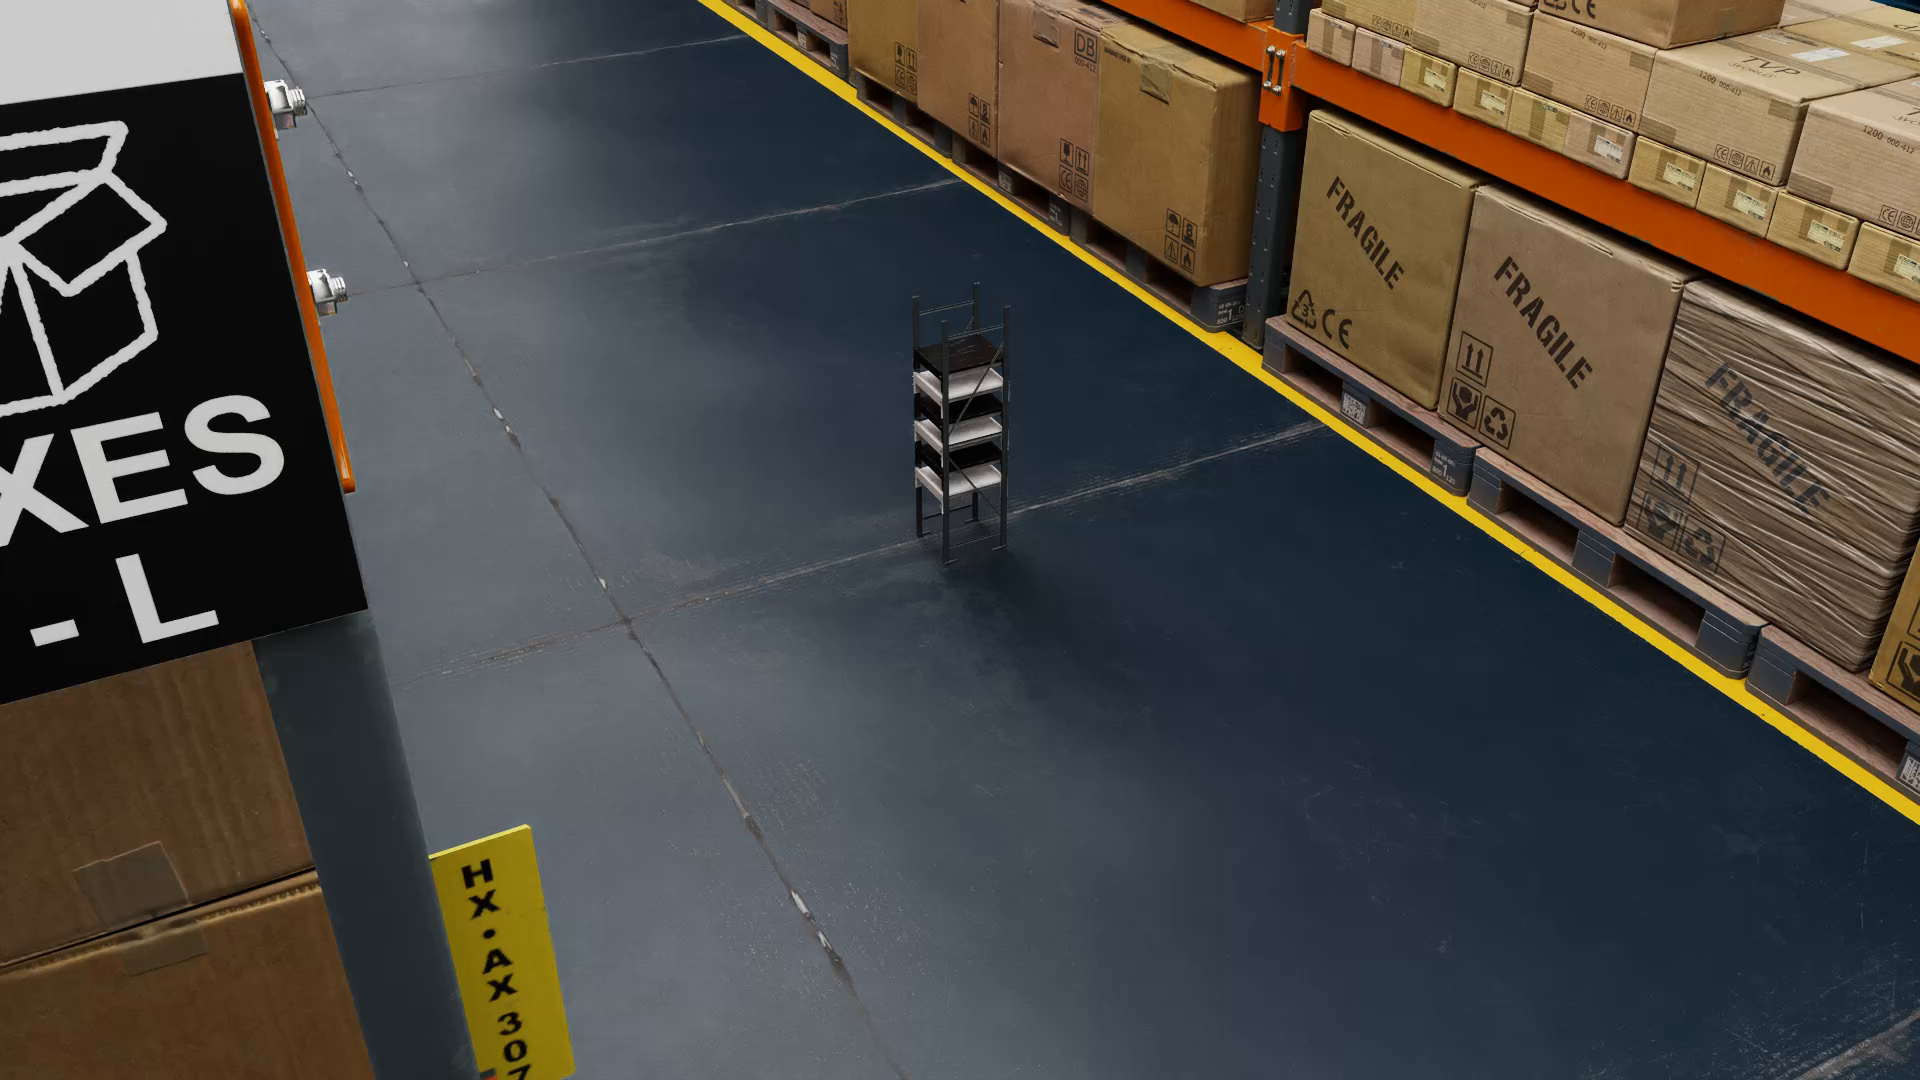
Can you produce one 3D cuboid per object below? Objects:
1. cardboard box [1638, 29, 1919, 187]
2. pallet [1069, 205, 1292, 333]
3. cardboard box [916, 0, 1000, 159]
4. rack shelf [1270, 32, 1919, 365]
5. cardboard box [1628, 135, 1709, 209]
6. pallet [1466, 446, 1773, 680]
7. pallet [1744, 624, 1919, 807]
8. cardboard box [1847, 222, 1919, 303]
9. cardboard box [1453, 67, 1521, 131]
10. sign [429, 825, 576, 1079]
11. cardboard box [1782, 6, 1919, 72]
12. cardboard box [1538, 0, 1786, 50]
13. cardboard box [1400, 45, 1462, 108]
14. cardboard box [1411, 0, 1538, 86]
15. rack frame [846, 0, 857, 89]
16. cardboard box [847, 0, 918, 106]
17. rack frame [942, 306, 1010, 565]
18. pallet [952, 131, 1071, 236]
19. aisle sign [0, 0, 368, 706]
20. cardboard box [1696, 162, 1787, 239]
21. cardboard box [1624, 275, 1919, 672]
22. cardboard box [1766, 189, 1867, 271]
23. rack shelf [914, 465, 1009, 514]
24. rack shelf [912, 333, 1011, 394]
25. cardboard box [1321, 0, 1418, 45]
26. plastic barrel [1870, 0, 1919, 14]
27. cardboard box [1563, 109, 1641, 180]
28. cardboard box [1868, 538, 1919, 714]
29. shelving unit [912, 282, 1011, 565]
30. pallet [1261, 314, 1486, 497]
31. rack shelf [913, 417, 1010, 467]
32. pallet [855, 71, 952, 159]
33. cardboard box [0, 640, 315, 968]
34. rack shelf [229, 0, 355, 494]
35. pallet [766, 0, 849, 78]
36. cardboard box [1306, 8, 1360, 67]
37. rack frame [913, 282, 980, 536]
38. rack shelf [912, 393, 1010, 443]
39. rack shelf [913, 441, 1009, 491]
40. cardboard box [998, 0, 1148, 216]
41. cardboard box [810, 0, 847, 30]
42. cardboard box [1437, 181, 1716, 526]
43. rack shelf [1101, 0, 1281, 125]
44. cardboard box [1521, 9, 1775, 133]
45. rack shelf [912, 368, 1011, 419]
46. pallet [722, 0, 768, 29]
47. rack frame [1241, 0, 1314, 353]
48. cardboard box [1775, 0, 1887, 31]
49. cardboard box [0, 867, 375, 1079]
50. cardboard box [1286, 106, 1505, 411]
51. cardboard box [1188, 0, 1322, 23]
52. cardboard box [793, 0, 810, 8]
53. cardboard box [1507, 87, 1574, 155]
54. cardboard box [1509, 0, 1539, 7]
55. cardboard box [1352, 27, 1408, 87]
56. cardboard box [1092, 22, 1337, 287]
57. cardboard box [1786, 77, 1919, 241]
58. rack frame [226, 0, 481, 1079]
[{"bbox_3d":[2.349,-1.256,4.793,0.500,0.250,0.500,-16,36,-23],"label":"cardboard box"},{"bbox_3d":[1.238,-1.381,7.709,1.003,0.211,1.213,-16,36,-23],"label":"pallet"},{"bbox_3d":[0.512,-2.635,8.662,1.225,0.875,0.875,-16,36,-23],"label":"cardboard box"},{"bbox_3d":[2.597,-0.948,5.116,1.077,0.370,4.000,-16,36,-23],"label":"rack shelf"},{"bbox_3d":[2.237,-1.131,4.968,0.380,0.149,0.250,-17,36,-24],"label":"cardboard box"},{"bbox_3d":[2.523,-0.066,5.657,1.003,0.211,1.213,-16,36,-23],"label":"pallet"},{"bbox_3d":[3.088,0.516,4.749,1.003,0.211,1.213,-16,36,-23],"label":"pallet"},{"bbox_3d":[2.595,-0.765,4.396,0.380,0.149,0.250,-17,36,-24],"label":"cardboard box"},{"bbox_3d":[1.879,-1.499,5.542,0.380,0.149,0.250,-17,36,-24],"label":"cardboard box"},{"bbox_3d":[-0.425,0.402,1.540,0.100,0.325,0.005,-16,36,-23],"label":"sign"},{"bbox_3d":[2.818,-1.390,5.003,0.500,0.250,0.500,-17,36,-24],"label":"cardboard box"},{"bbox_3d":[2.131,-1.806,4.957,0.500,0.500,0.500,-17,36,-25],"label":"cardboard box"},{"bbox_3d":[1.754,-1.624,5.737,0.380,0.149,0.250,-15,35,-22],"label":"cardboard box"},{"bbox_3d":[1.880,-1.739,5.547,0.500,0.250,0.500,-16,36,-23],"label":"cardboard box"},{"bbox_3d":[-0.200,-4.114,9.391,1.000,3.000,0.127,-16,36,-23],"label":"rack frame"},{"bbox_3d":[0.103,-3.062,9.329,1.225,0.875,0.875,-18,37,-25],"label":"cardboard box"},{"bbox_3d":[0.051,-0.327,5.425,0.240,0.900,0.006,-16,36,-23],"label":"rack frame"},{"bbox_3d":[0.666,-1.964,8.619,1.003,0.211,1.213,-16,36,-23],"label":"pallet"},{"bbox_3d":[-0.606,-0.232,0.922,0.394,0.787,0.004,-16,36,-23],"label":"aisle sign"},{"bbox_3d":[2.360,-1.007,4.775,0.380,0.149,0.250,-15,36,-22],"label":"cardboard box"},{"bbox_3d":[2.736,-0.298,5.015,0.875,0.875,0.875,-16,36,-23],"label":"cardboard box"},{"bbox_3d":[2.474,-0.889,4.589,0.380,0.149,0.250,-16,36,-23],"label":"cardboard box"},{"bbox_3d":[0.004,-0.195,5.616,0.258,0.077,0.200,-16,36,-23],"label":"rack shelf"},{"bbox_3d":[0.004,-0.574,5.374,0.258,0.077,0.200,-16,36,-23],"label":"rack shelf"},{"bbox_3d":[1.652,-1.977,5.919,0.500,0.250,0.500,-17,36,-24],"label":"cardboard box"},{"bbox_3d":[5.478,-3.346,9.749,0.600,0.901,0.708,-16,36,-23],"label":"plastic barrel"},{"bbox_3d":[2.113,-1.256,5.163,0.380,0.149,0.250,-15,36,-23],"label":"cardboard box"},{"bbox_3d":[3.161,0.136,4.338,0.875,0.875,0.875,-16,36,-23],"label":"cardboard box"},{"bbox_3d":[0.004,-0.375,5.501,0.258,0.900,0.210,-16,36,-23],"label":"shelving unit"},{"bbox_3d":[1.950,-0.649,6.567,1.003,0.211,1.213,-16,36,-23],"label":"pallet"},{"bbox_3d":[0.004,-0.347,5.519,0.258,0.077,0.200,-16,36,-23],"label":"rack shelf"},{"bbox_3d":[0.101,-2.545,9.527,1.003,0.211,1.213,-16,36,-23],"label":"pallet"},{"bbox_3d":[-0.880,0.033,1.622,0.500,0.500,0.500,-16,36,-23],"label":"cardboard box"},{"bbox_3d":[-1.838,-1.012,2.435,1.077,0.370,4.000,-16,36,-23],"label":"rack shelf"},{"bbox_3d":[-0.563,-3.314,10.726,1.003,0.211,1.213,-16,36,-23],"label":"pallet"},{"bbox_3d":[1.509,-1.875,6.129,0.380,0.149,0.250,-16,36,-23],"label":"cardboard box"},{"bbox_3d":[-0.044,-0.424,5.577,0.240,0.900,0.006,-16,36,-23],"label":"rack frame"},{"bbox_3d":[0.004,-0.423,5.471,0.258,0.077,0.200,-16,36,-23],"label":"rack shelf"},{"bbox_3d":[0.004,-0.271,5.568,0.258,0.077,0.200,-16,36,-23],"label":"rack shelf"},{"bbox_3d":[0.931,-2.214,8.006,1.225,0.875,0.875,-17,36,-25],"label":"cardboard box"},{"bbox_3d":[-0.530,-3.562,10.438,0.700,0.500,0.500,-18,37,-26],"label":"cardboard box"},{"bbox_3d":[2.321,-0.723,5.678,0.875,0.875,0.875,-16,36,-23],"label":"cardboard box"},{"bbox_3d":[0.732,-2.857,8.096,1.077,0.370,4.000,-16,36,-23],"label":"rack shelf"},{"bbox_3d":[2.126,-1.493,5.163,0.500,0.250,0.500,-15,36,-22],"label":"cardboard box"},{"bbox_3d":[0.004,-0.499,5.422,0.258,0.077,0.200,-16,36,-23],"label":"rack shelf"},{"bbox_3d":[-1.128,-3.895,11.634,1.003,0.211,1.213,-16,36,-23],"label":"pallet"},{"bbox_3d":[1.665,-2.205,6.412,1.000,3.000,0.127,-16,36,-23],"label":"rack frame"},{"bbox_3d":[2.584,-1.633,5.382,0.500,0.250,0.500,-15,36,-22],"label":"cardboard box"},{"bbox_3d":[-0.870,0.452,1.896,0.500,0.500,0.500,-14,35,-21],"label":"cardboard box"},{"bbox_3d":[1.902,-1.153,6.349,0.875,0.875,0.875,-16,36,-23],"label":"cardboard box"},{"bbox_3d":[1.205,-2.402,6.626,0.500,0.500,0.500,-16,36,-23],"label":"cardboard box"},{"bbox_3d":[-0.800,-3.823,10.846,0.700,0.500,0.500,-19,37,-27],"label":"cardboard box"},{"bbox_3d":[1.998,-1.377,5.351,0.380,0.149,0.250,-16,36,-24],"label":"cardboard box"},{"bbox_3d":[1.885,-2.054,5.343,0.500,0.500,0.500,-16,36,-23],"label":"cardboard box"},{"bbox_3d":[1.631,-1.750,5.933,0.380,0.149,0.250,-17,36,-25],"label":"cardboard box"},{"bbox_3d":[1.349,-1.788,7.341,1.225,0.875,0.875,-16,36,-23],"label":"cardboard box"},{"bbox_3d":[2.596,-1.008,4.406,0.500,0.250,0.500,-17,36,-25],"label":"cardboard box"},{"bbox_3d":[-0.902,0.902,1.562,0.949,2.616,0.053,-16,36,-23],"label":"rack frame"}]
